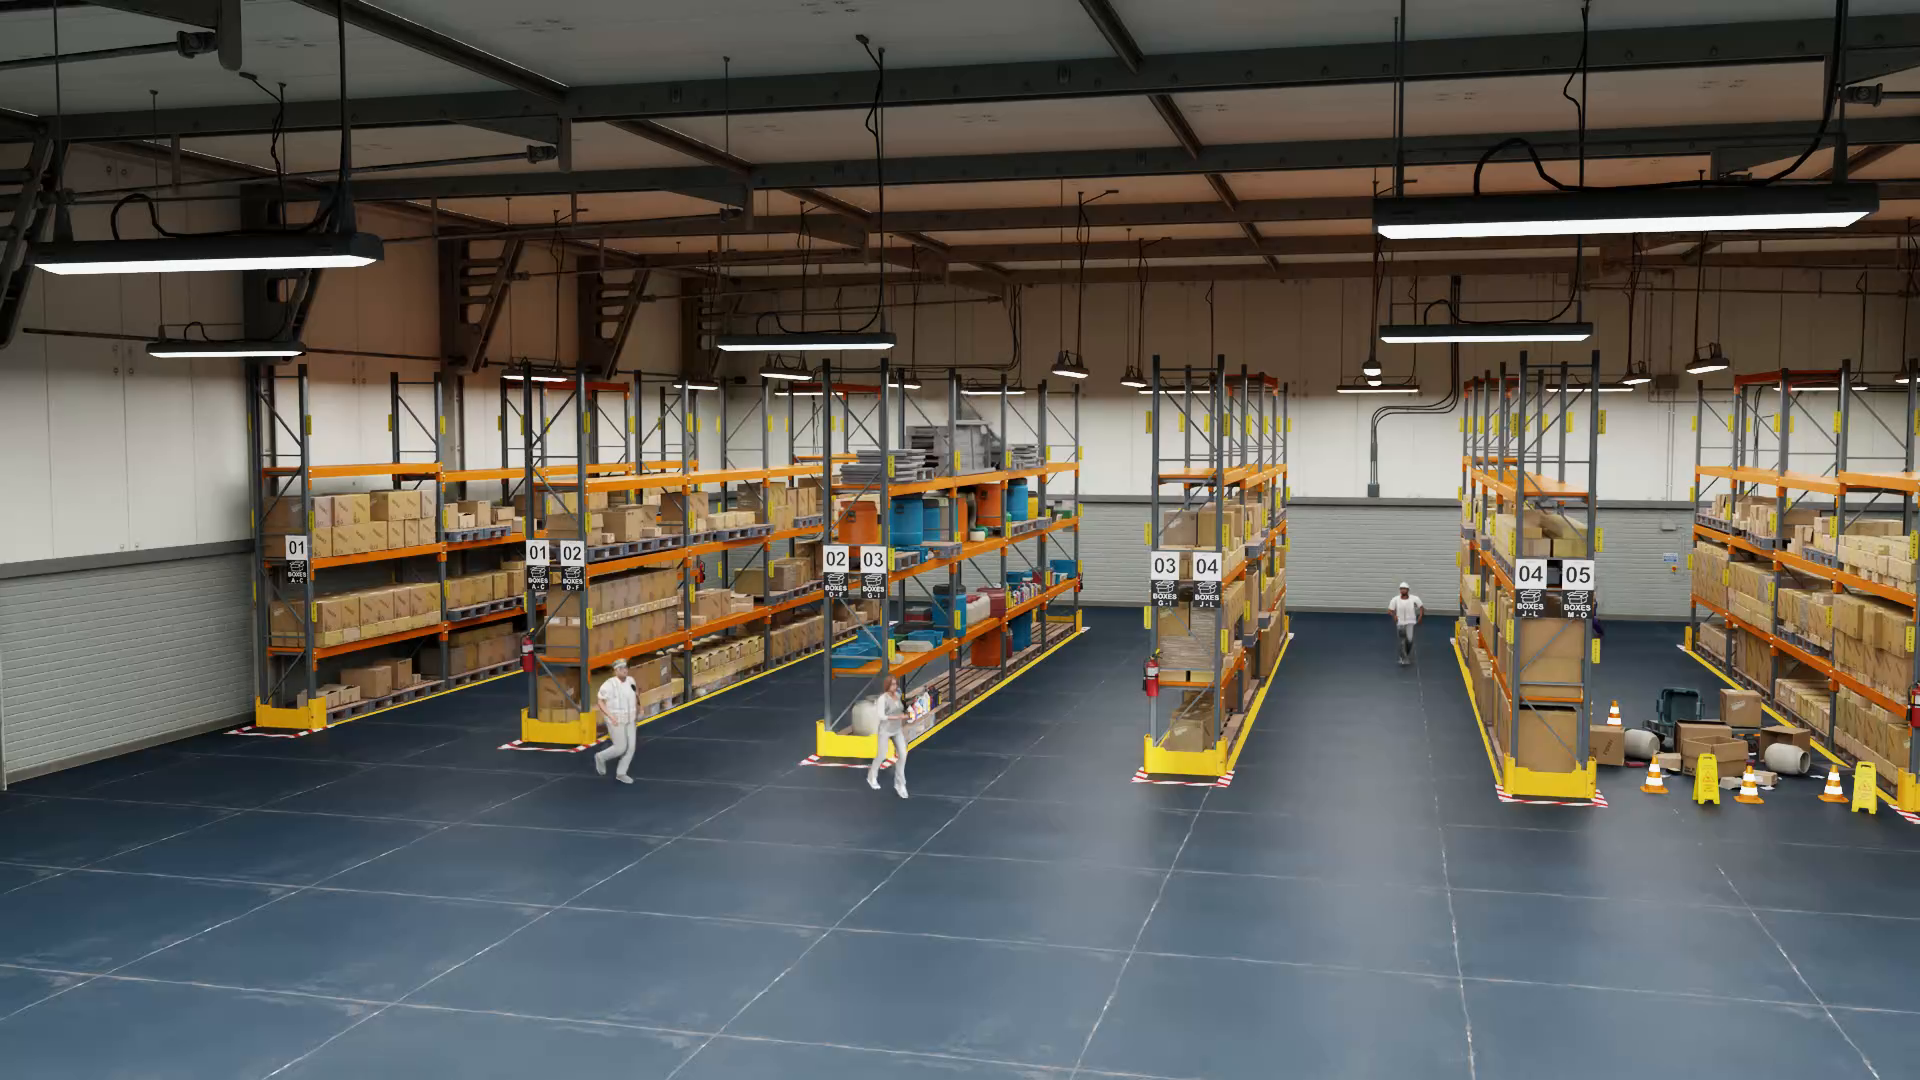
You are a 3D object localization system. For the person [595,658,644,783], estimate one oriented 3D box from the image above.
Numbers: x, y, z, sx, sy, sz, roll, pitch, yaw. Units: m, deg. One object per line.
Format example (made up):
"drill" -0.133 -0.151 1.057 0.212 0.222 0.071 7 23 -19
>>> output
"person" -4.778 2.525 23.408 0.652 1.760 0.655 3 5 40

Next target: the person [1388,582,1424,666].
"person" 9.255 1.745 34.568 0.703 1.725 0.617 1 4 20

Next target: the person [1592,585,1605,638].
"person" 14.610 1.535 38.729 0.809 1.674 0.556 1 4 9

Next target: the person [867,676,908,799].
"person" -0.962 2.644 22.499 0.507 1.642 0.806 -3 5 -41
